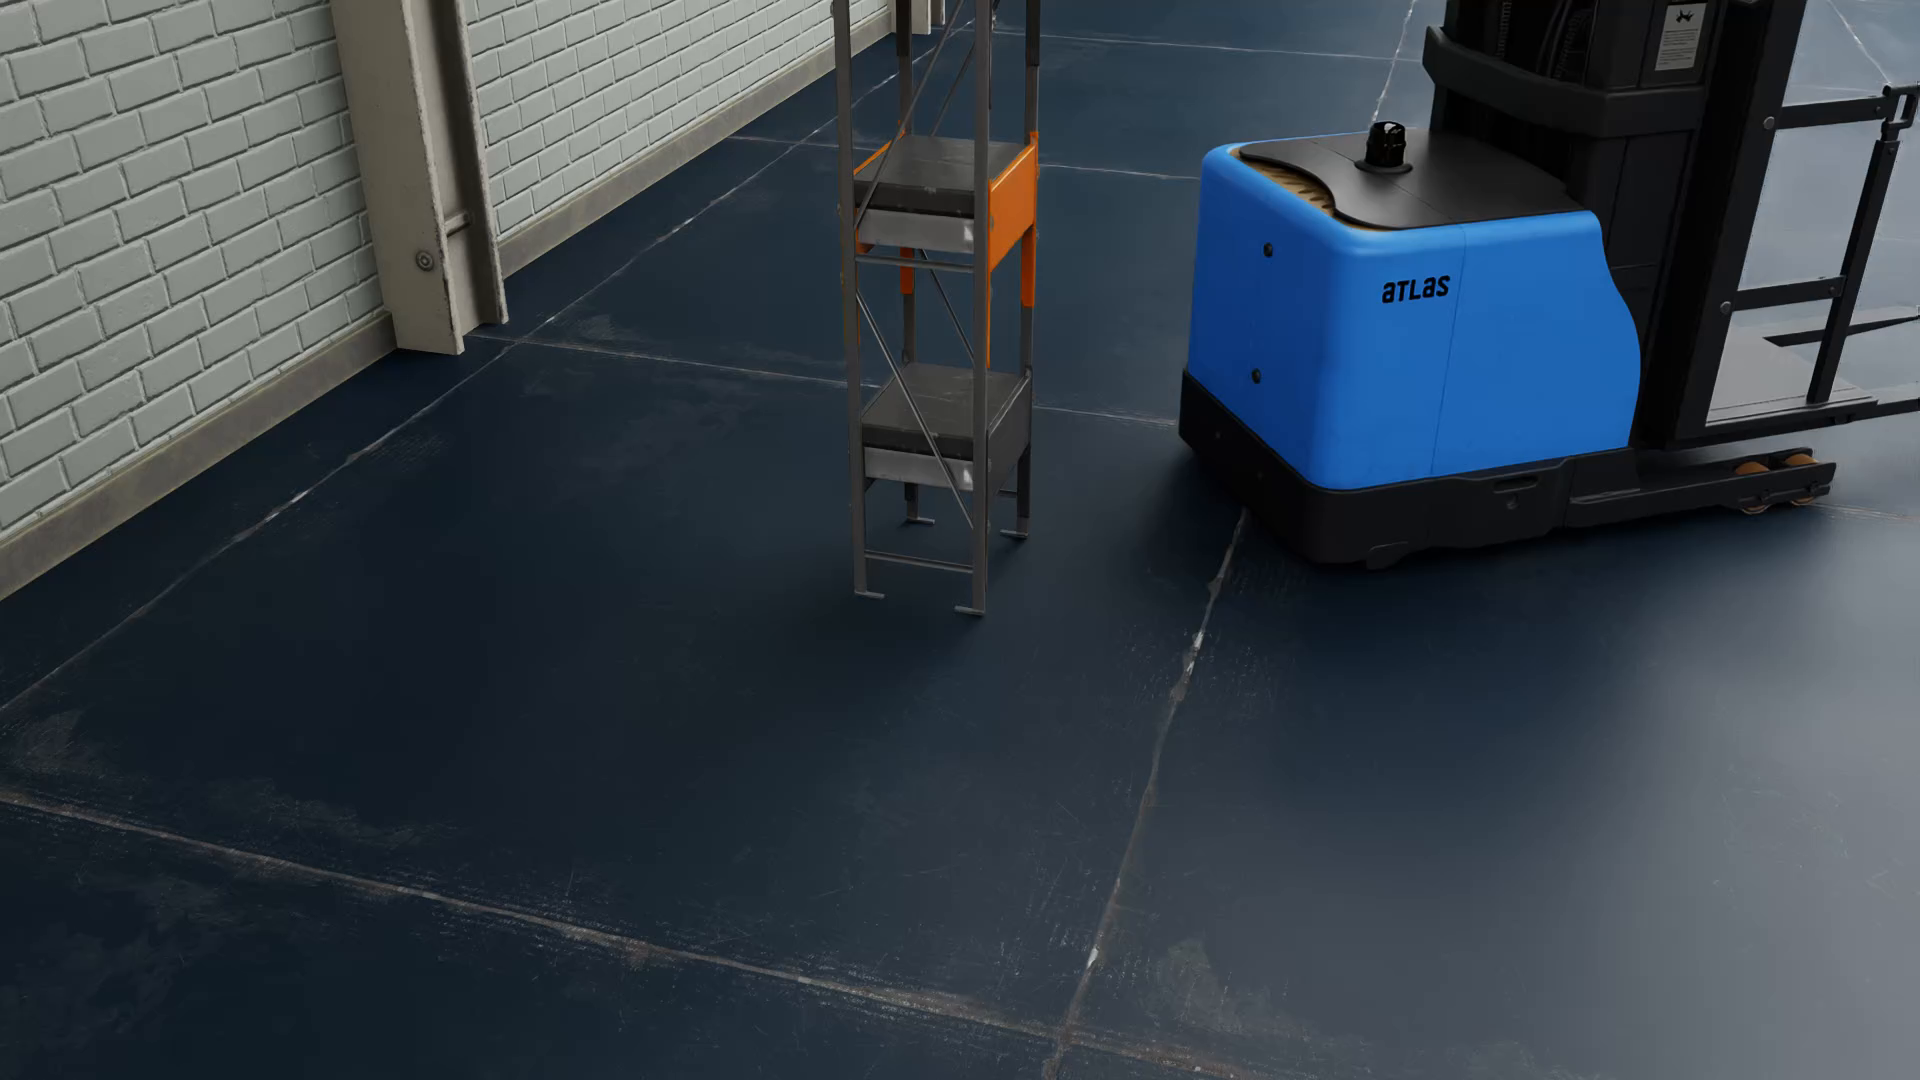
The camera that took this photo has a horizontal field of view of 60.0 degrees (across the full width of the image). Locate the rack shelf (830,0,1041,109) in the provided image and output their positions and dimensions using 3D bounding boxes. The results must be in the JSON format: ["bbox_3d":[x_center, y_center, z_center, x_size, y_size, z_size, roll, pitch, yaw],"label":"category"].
[{"bbox_3d":[-0.049,-1.440,4.268,0.431,0.518,0.480,8,30,15],"label":"rack shelf"}]

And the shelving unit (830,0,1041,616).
[{"bbox_3d":[-0.049,-0.840,4.599,0.431,2.100,0.499,8,30,15],"label":"shelving unit"}]

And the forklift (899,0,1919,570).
[{"bbox_3d":[1.842,-1.523,4.973,4.060,2.935,1.130,-9,30,-15],"label":"forklift"}]

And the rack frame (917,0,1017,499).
[{"bbox_3d":[0.022,-0.954,4.805,0.380,1.831,0.006,8,30,15],"label":"rack frame"}]

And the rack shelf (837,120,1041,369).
[{"bbox_3d":[-0.049,-0.829,4.608,0.431,0.518,0.480,8,30,15],"label":"rack shelf"}]

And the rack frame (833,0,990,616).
[{"bbox_3d":[-0.120,-0.727,4.397,0.400,2.100,0.015,8,30,15],"label":"rack frame"}]

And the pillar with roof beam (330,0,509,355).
[{"bbox_3d":[2.043,-4.162,3.474,9.100,9.000,0.400,8,30,15],"label":"pillar with roof beam"}]

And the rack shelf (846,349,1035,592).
[{"bbox_3d":[-0.049,-0.217,4.948,0.431,0.518,0.480,8,30,15],"label":"rack shelf"}]
